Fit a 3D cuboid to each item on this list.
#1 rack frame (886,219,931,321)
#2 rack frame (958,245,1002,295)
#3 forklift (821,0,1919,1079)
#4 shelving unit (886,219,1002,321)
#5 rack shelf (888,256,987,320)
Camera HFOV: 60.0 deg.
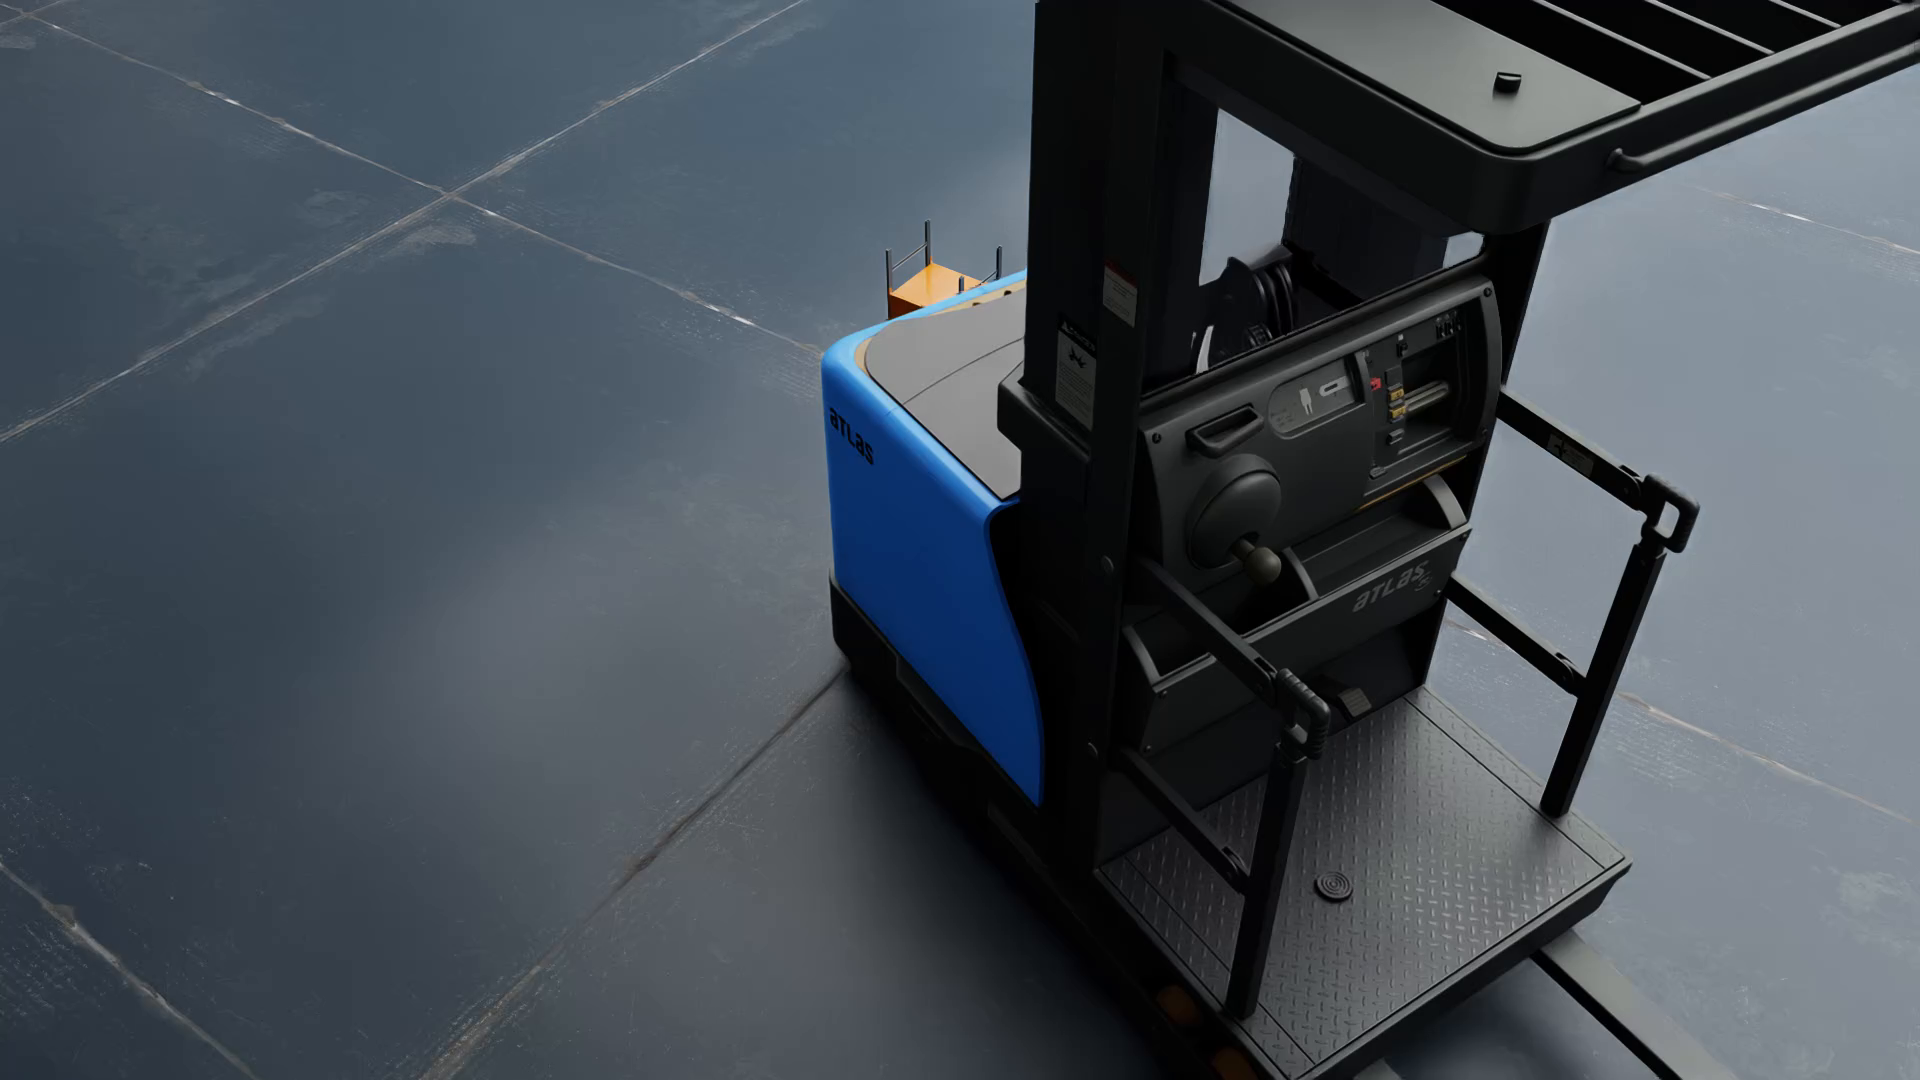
[{"bbox_3d":[-0.144,-0.458,4.975,0.008,1.050,0.200,25,48,25],"label":"rack frame"},{"bbox_3d":[0.056,-0.365,4.871,0.008,1.050,0.200,25,48,25],"label":"rack frame"},{"bbox_3d":[0.866,-0.145,3.214,1.130,2.935,3.031,-24,47,-24],"label":"forklift"},{"bbox_3d":[-0.044,-0.412,4.923,0.252,1.050,0.215,25,48,25],"label":"shelving unit"},{"bbox_3d":[-0.044,-0.615,4.741,0.240,0.259,0.215,25,48,25],"label":"rack shelf"}]
